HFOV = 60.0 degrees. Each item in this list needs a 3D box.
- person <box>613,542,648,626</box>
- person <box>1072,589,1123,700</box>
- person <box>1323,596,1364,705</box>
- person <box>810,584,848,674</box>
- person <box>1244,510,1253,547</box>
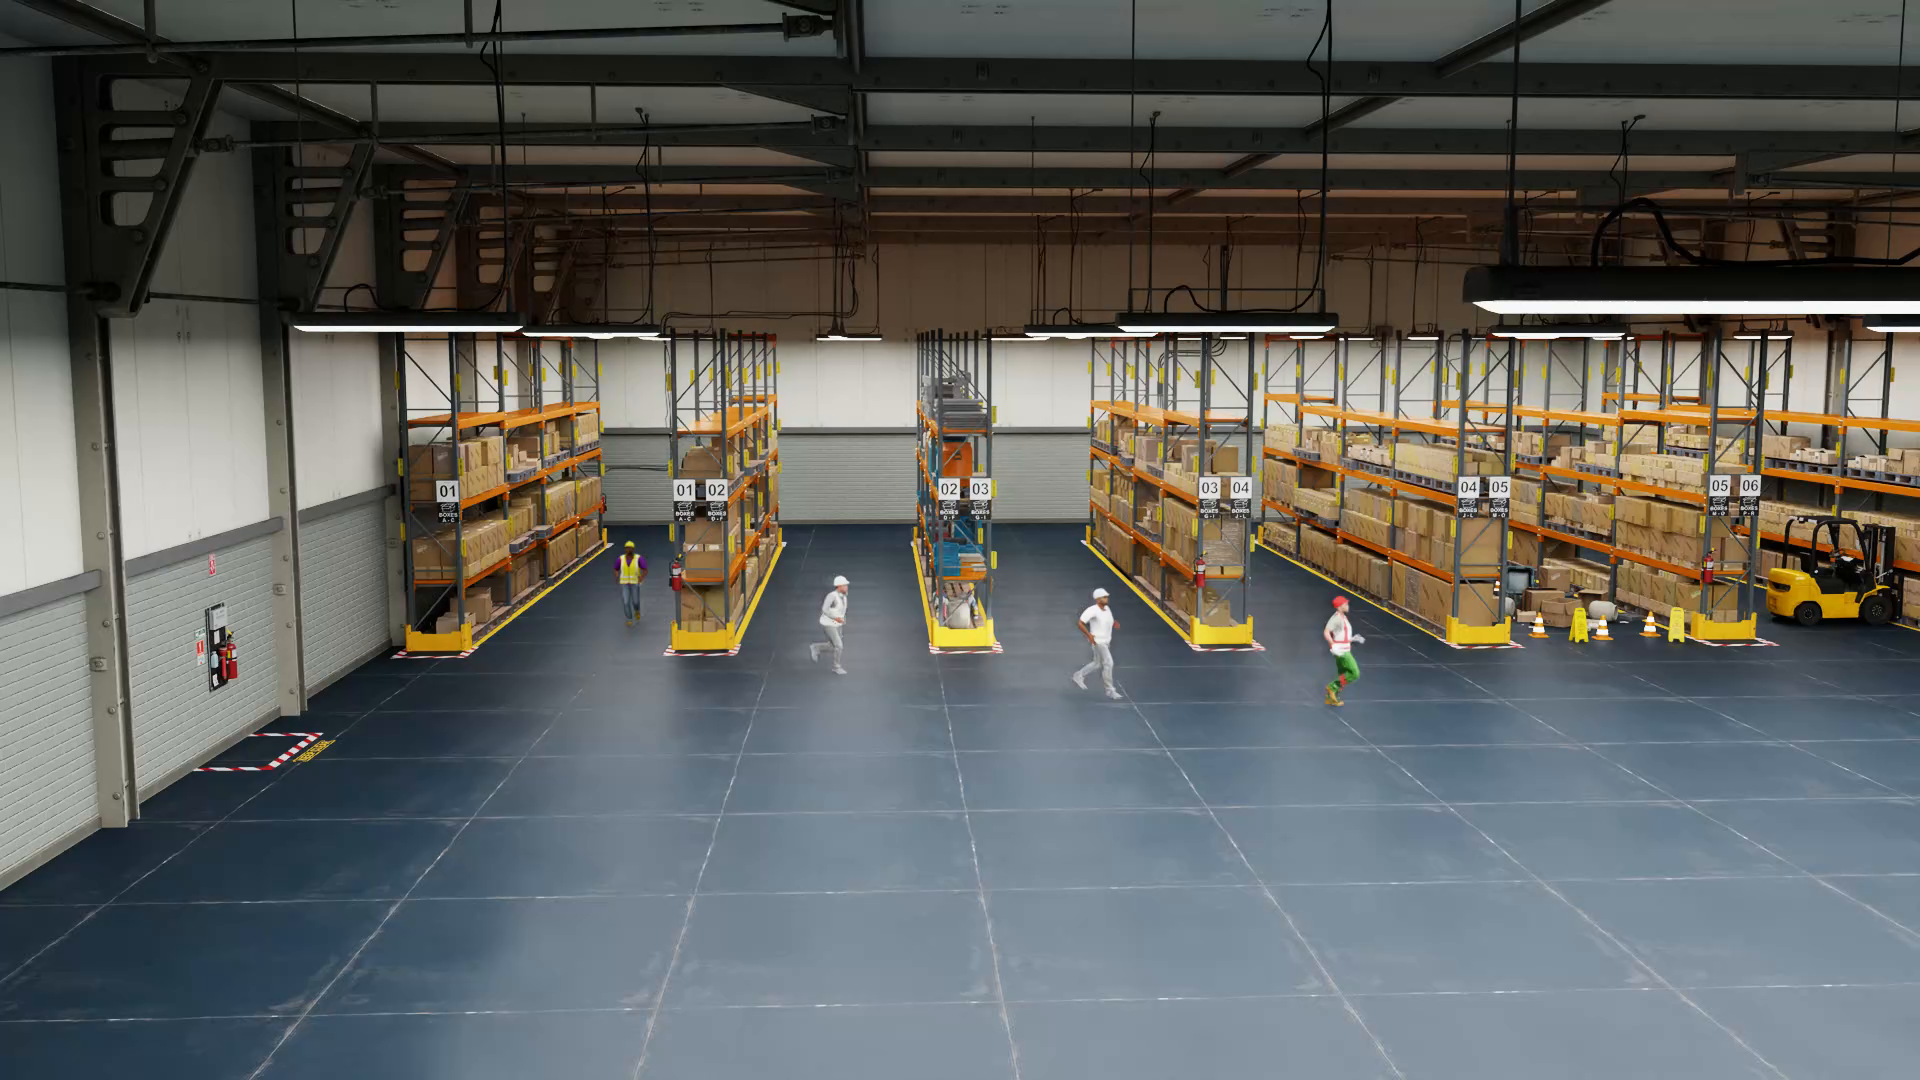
[{"bbox_3d":[-6.719,0.881,33.880,0.698,1.718,0.610,0,7,-3],"label":"person"},{"bbox_3d":[2.261,1.664,27.038,0.914,1.780,0.682,3,8,27],"label":"person"},{"bbox_3d":[6.072,1.758,26.274,0.598,1.744,0.646,2,7,19],"label":"person"},{"bbox_3d":[-2.292,1.504,29.005,0.774,1.686,0.654,3,7,26],"label":"person"},{"bbox_3d":[7.635,-0.355,44.892,0.576,1.631,0.568,0,7,0],"label":"person"}]
